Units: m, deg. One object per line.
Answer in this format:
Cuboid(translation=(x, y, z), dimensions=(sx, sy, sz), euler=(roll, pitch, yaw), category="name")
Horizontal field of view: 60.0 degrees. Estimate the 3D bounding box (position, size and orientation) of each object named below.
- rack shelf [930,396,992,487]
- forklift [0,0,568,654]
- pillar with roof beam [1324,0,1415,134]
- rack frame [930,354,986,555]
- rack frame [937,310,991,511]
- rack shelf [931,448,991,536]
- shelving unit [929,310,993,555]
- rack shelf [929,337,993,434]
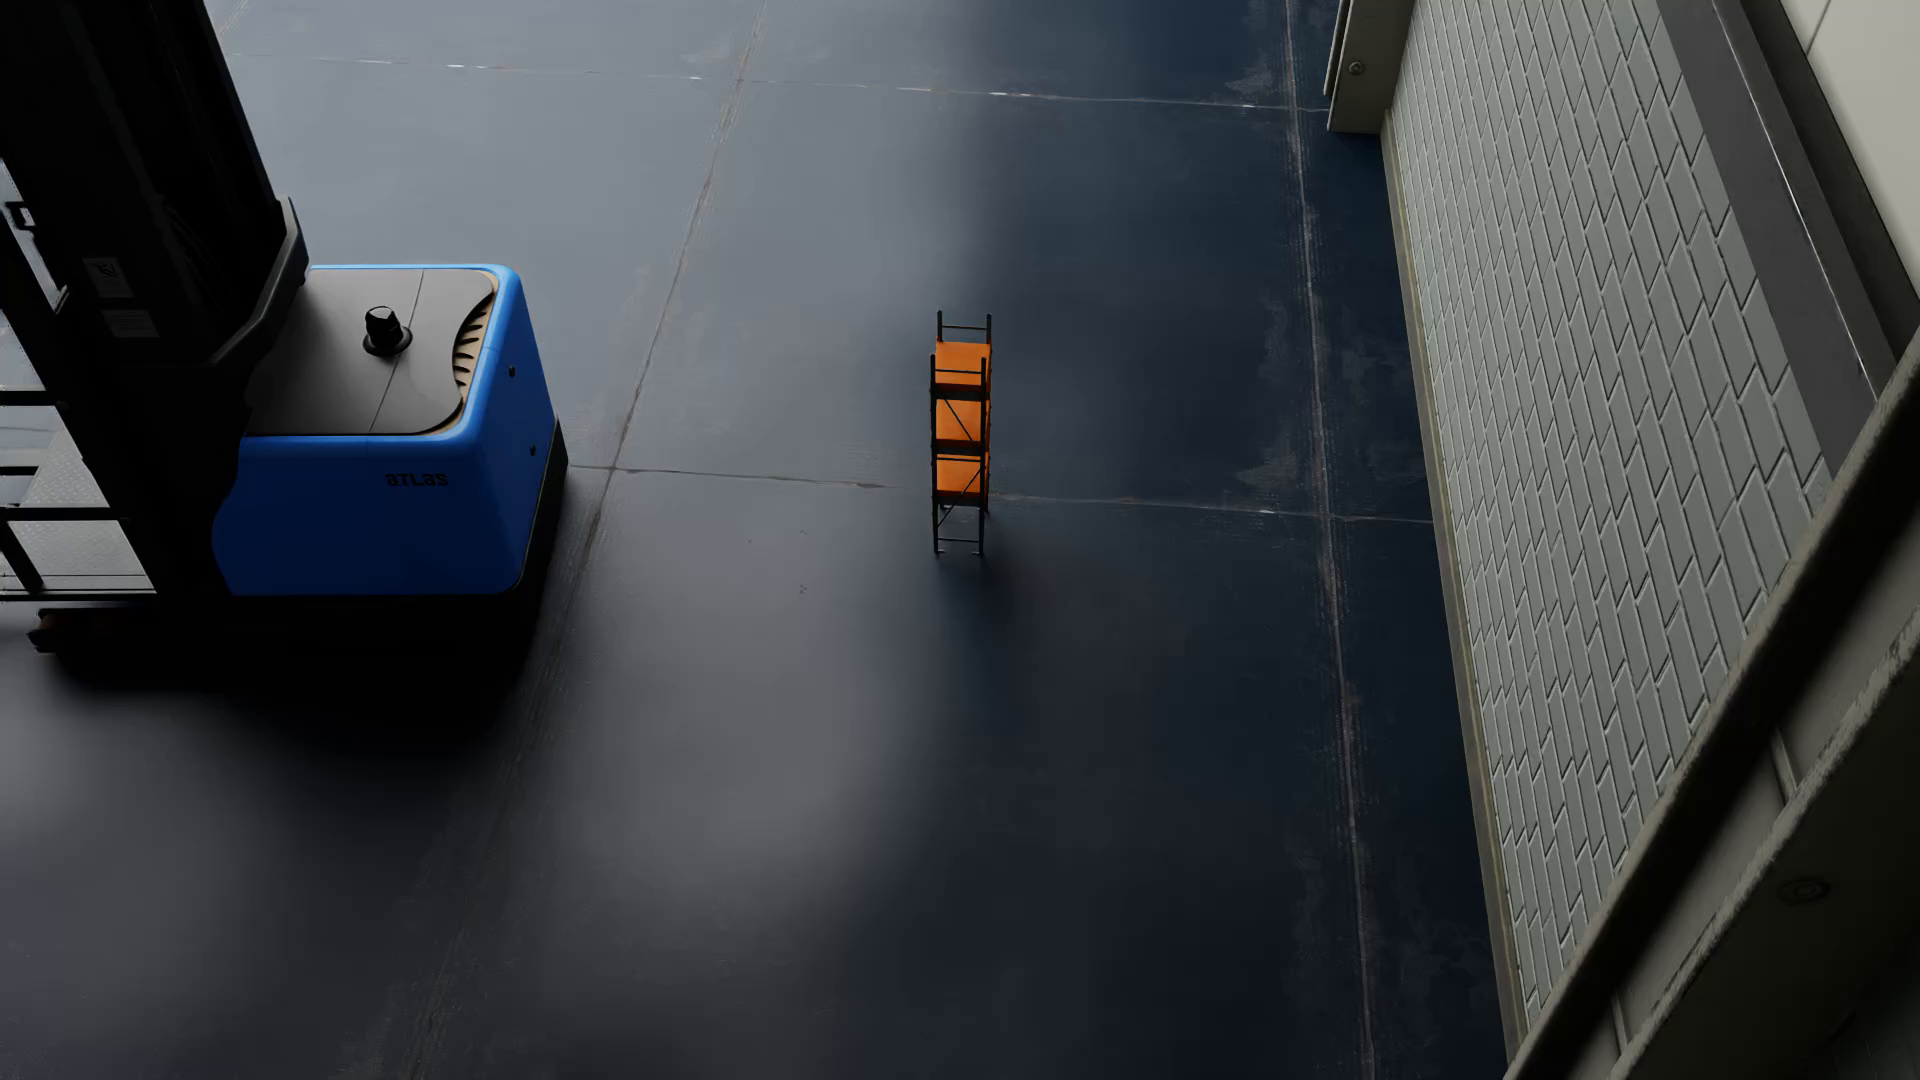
Cuboid(translation=(0.005, -0.387, 6.432), dimensions=(0.215, 0.259, 0.240), euler=(4, 48, 4), category="rack shelf")
Cuboid(translation=(-3.155, -0.947, 5.656), dimensions=(3.031, 2.935, 1.130), euler=(0, 48, 0), category="forklift")
Cuboid(translation=(-2.182, -5.611, 5.810), dimensions=(9.100, 9.000, 0.400), euler=(4, 48, 4), category="pillar with roof beam")
Cuboid(translation=(-0.006, -0.304, 6.342), dimensions=(0.200, 1.050, 0.008), euler=(4, 48, 4), category="rack frame")
Cuboid(translation=(0.016, -0.483, 6.506), dimensions=(0.200, 1.050, 0.008), euler=(4, 48, 4), category="rack frame")
Cuboid(translation=(0.005, -0.199, 6.637), dimensions=(0.215, 0.259, 0.240), euler=(4, 48, 4), category="rack shelf")
Cuboid(translation=(0.005, -0.394, 6.424), dimensions=(0.215, 1.050, 0.252), euler=(4, 48, 4), category="shelving unit")
Cuboid(translation=(0.005, -0.578, 6.223), dimensions=(0.215, 0.259, 0.240), euler=(4, 48, 4), category="rack shelf")
